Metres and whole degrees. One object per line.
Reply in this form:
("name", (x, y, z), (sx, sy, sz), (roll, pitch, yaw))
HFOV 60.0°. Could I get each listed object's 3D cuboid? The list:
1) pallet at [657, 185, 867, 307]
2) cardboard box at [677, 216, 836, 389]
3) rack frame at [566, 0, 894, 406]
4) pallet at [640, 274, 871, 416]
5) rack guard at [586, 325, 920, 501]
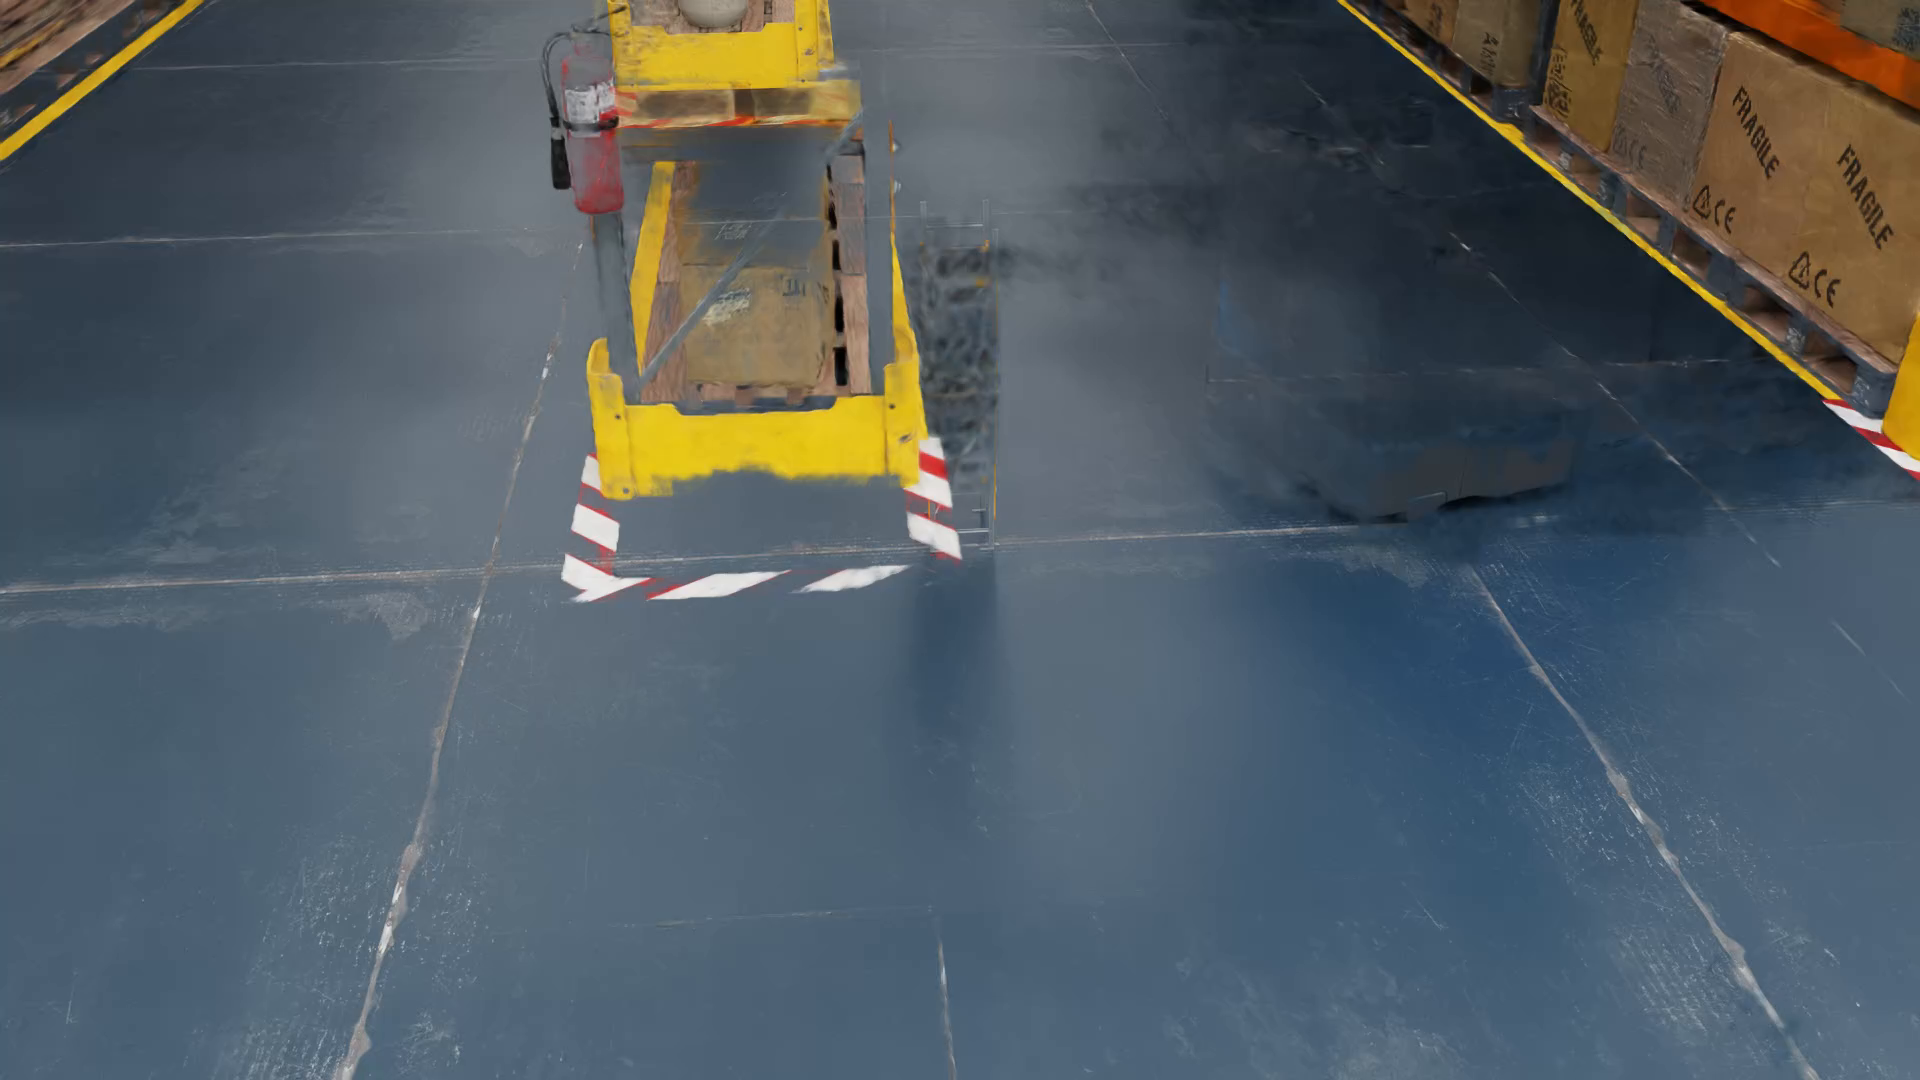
("pallet", (3.417, -4.052, 11.827), (1.003, 0.211, 1.213), (-3, 31, -5))
("cardboard box", (3.534, -3.599, 10.378), (0.500, 0.500, 0.500), (3, 31, 5))
("rack frame", (3.576, -4.172, 9.310), (1.000, 3.000, 0.127), (-3, 31, -5))
("pallet", (3.528, -3.430, 10.787), (1.003, 0.211, 1.213), (-3, 31, -5))
("rack guard", (3.569, -3.138, 10.016), (1.175, 0.500, 0.348), (-3, 31, -5))
